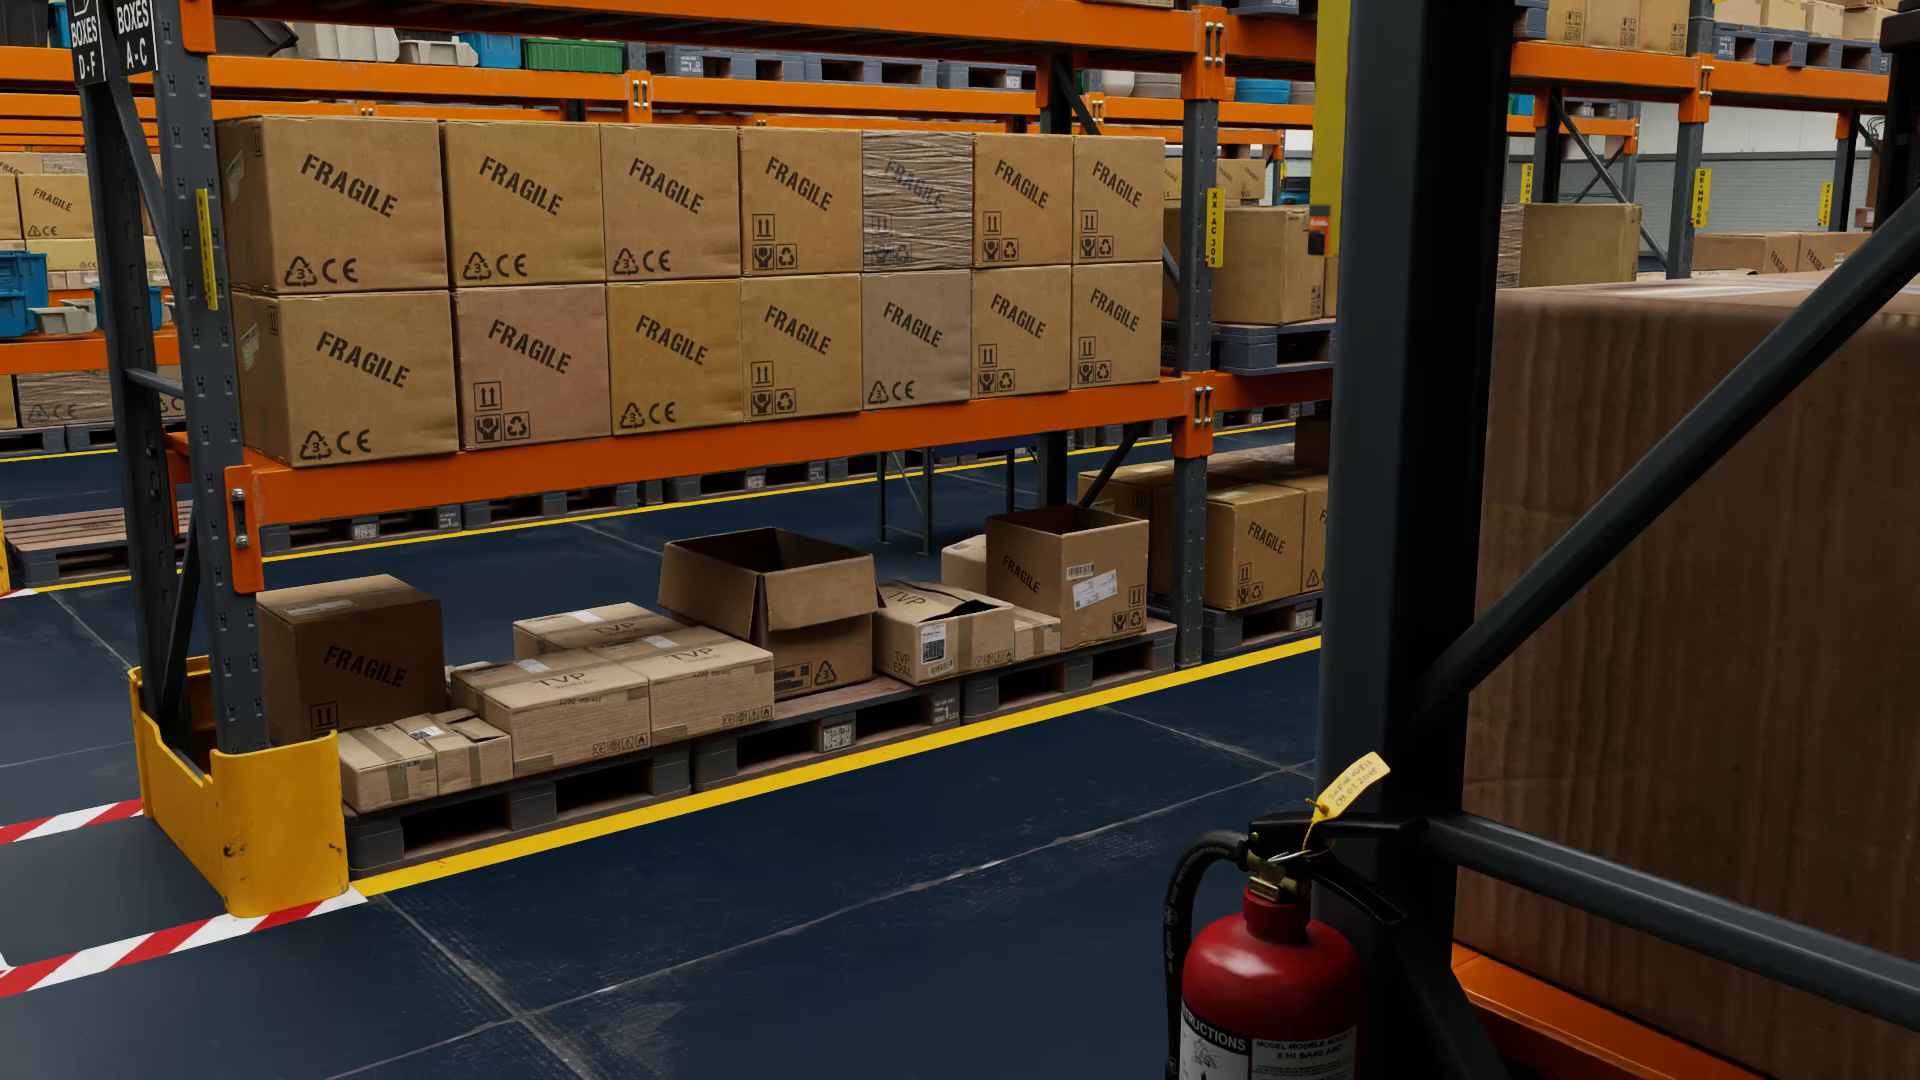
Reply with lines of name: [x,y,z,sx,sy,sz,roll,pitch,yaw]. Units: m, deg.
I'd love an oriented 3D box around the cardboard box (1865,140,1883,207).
cardboard box: [7.314,-2.757,12.512,0.500,0.500,0.700,-9,15,-37]

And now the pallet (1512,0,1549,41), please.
pallet: [2.086,-2.561,8.182,1.003,0.211,1.213,-9,15,-38]

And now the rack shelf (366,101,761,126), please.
rack shelf: [-3.899,-3.959,16.047,4.000,0.370,1.077,-9,15,-38]

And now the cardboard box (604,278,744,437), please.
cardboard box: [-1.094,-0.654,5.732,0.500,0.500,0.500,-9,15,-38]

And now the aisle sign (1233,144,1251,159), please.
aisle sign: [3.770,-5.470,22.392,0.004,0.787,0.394,-9,15,-38]

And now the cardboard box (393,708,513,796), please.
cardboard box: [-1.662,0.682,5.443,0.250,0.166,0.380,-9,15,-38]

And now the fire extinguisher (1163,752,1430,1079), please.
fire extinguisher: [0.293,0.510,1.574,0.183,0.674,0.296,-9,15,-38]

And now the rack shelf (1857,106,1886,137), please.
rack shelf: [8.533,-3.390,13.367,4.000,0.370,1.077,-9,15,-38]

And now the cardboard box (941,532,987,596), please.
cardboard box: [0.262,0.142,7.635,0.500,0.311,0.500,-9,15,-38]

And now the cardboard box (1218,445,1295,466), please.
cardboard box: [1.714,-0.208,8.829,0.500,0.500,0.500,-9,15,-37]

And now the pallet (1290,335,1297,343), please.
pallet: [2.332,-1.149,8.765,1.213,0.211,1.003,-9,15,-38]

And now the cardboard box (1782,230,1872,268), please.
cardboard box: [5.950,-1.899,11.592,0.500,0.500,0.500,-8,14,-34]

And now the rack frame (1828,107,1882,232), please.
rack frame: [6.972,-2.015,12.382,0.127,3.000,1.000,-9,15,-38]

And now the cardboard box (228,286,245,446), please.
cardboard box: [-2.219,-0.609,5.520,0.500,0.500,0.500,-9,15,-36]

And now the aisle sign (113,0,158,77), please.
aisle sign: [-2.269,-1.673,4.512,0.004,0.787,0.394,-9,15,-38]

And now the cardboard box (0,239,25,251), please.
cardboard box: [-7.639,-2.224,13.012,0.500,0.250,0.500,-10,15,-38]

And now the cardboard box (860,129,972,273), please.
cardboard box: [-0.300,-1.275,6.249,0.500,0.500,0.500,-9,15,-37]

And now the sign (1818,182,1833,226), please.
sign: [6.624,-2.567,12.706,0.005,0.325,0.100,-9,15,-38]

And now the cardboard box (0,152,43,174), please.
cardboard box: [-9.882,-3.779,17.322,0.500,0.500,0.500,-10,16,-39]

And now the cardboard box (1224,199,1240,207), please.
cardboard box: [3.147,-4.184,21.641,0.500,0.500,0.875,-9,15,-38]

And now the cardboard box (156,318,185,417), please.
cardboard box: [-6.729,-1.561,14.347,0.875,0.875,0.875,-9,15,-38]

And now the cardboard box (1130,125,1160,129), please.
cardboard box: [2.102,-5.165,20.357,0.500,0.250,0.500,-10,16,-40]

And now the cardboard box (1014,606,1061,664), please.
cardboard box: [0.202,0.381,6.903,0.250,0.149,0.380,-9,15,-38]

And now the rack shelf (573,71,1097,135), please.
rack shelf: [-0.805,-3.156,12.264,4.000,0.370,1.077,-9,15,-38]

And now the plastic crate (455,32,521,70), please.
plastic crate: [-2.878,-2.996,10.184,0.300,0.233,0.416,-9,15,-38]

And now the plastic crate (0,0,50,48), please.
plastic crate: [-5.015,-2.670,8.559,0.590,0.269,0.497,-9,15,-38]

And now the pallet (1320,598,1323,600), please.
pallet: [2.289,0.116,9.058,1.213,0.211,1.003,-9,15,-38]

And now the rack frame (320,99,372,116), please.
rack frame: [-5.461,-2.584,15.062,0.127,3.000,1.000,-9,15,-38]

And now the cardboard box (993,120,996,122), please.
cardboard box: [0.444,-6.394,25.133,0.250,0.149,0.380,-9,15,-37]

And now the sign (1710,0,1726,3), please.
sign: [4.185,-3.128,9.156,0.005,0.325,0.100,-9,15,-38]

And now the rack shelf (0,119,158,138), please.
rack shelf: [-10.042,-4.258,17.453,4.000,0.370,1.077,-9,15,-38]

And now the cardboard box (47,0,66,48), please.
cardboard box: [-7.324,-4.040,13.205,0.500,0.500,0.700,-11,16,-41]

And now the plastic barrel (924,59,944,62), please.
plastic barrel: [-0.214,-3.796,12.912,0.294,0.245,0.294,0,12,0]

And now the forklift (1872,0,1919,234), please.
forklift: [4.617,-0.804,6.842,3.031,2.935,1.130,1,12,7]

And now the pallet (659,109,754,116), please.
pallet: [-2.807,-4.386,16.780,1.003,0.211,1.213,-9,15,-35]

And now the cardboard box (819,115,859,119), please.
cardboard box: [-1.410,-4.583,17.616,0.500,0.250,0.500,-9,15,-36]

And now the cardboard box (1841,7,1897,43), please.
cardboard box: [6.057,-3.464,11.335,0.500,0.250,0.500,-11,17,-43]

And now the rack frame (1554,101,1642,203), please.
rack frame: [7.003,-3.338,18.612,0.127,3.000,1.000,-9,15,-38]

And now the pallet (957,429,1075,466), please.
pallet: [0.167,-0.827,13.499,1.213,0.211,1.003,-9,15,-38]

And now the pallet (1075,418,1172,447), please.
pallet: [1.386,-1.030,14.456,1.213,0.211,1.003,-9,15,-38]

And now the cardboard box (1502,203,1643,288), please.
cardboard box: [3.427,-1.650,9.412,0.700,0.500,0.500,7,14,31]

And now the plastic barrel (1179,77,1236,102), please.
plastic barrel: [2.044,-4.133,14.103,0.708,0.830,0.600,-9,15,-38]

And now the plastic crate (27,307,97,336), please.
plastic crate: [-4.790,-1.169,8.888,0.298,0.136,0.250,-9,15,-38]

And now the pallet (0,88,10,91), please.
pallet: [-8.012,-3.587,12.776,1.213,0.211,1.003,-9,15,-38]

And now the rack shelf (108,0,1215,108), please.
rack shelf: [-0.837,-1.833,6.034,4.000,0.370,1.077,-9,15,-38]

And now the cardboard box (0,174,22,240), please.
cardboard box: [-7.651,-2.588,12.917,0.500,0.500,0.500,-10,16,-39]

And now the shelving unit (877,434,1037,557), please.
shelving unit: [0.067,-0.745,10.010,1.048,1.500,0.538,-9,15,-38]

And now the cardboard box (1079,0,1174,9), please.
cardboard box: [0.511,-2.265,6.697,0.500,0.250,0.500,-9,15,-38]
